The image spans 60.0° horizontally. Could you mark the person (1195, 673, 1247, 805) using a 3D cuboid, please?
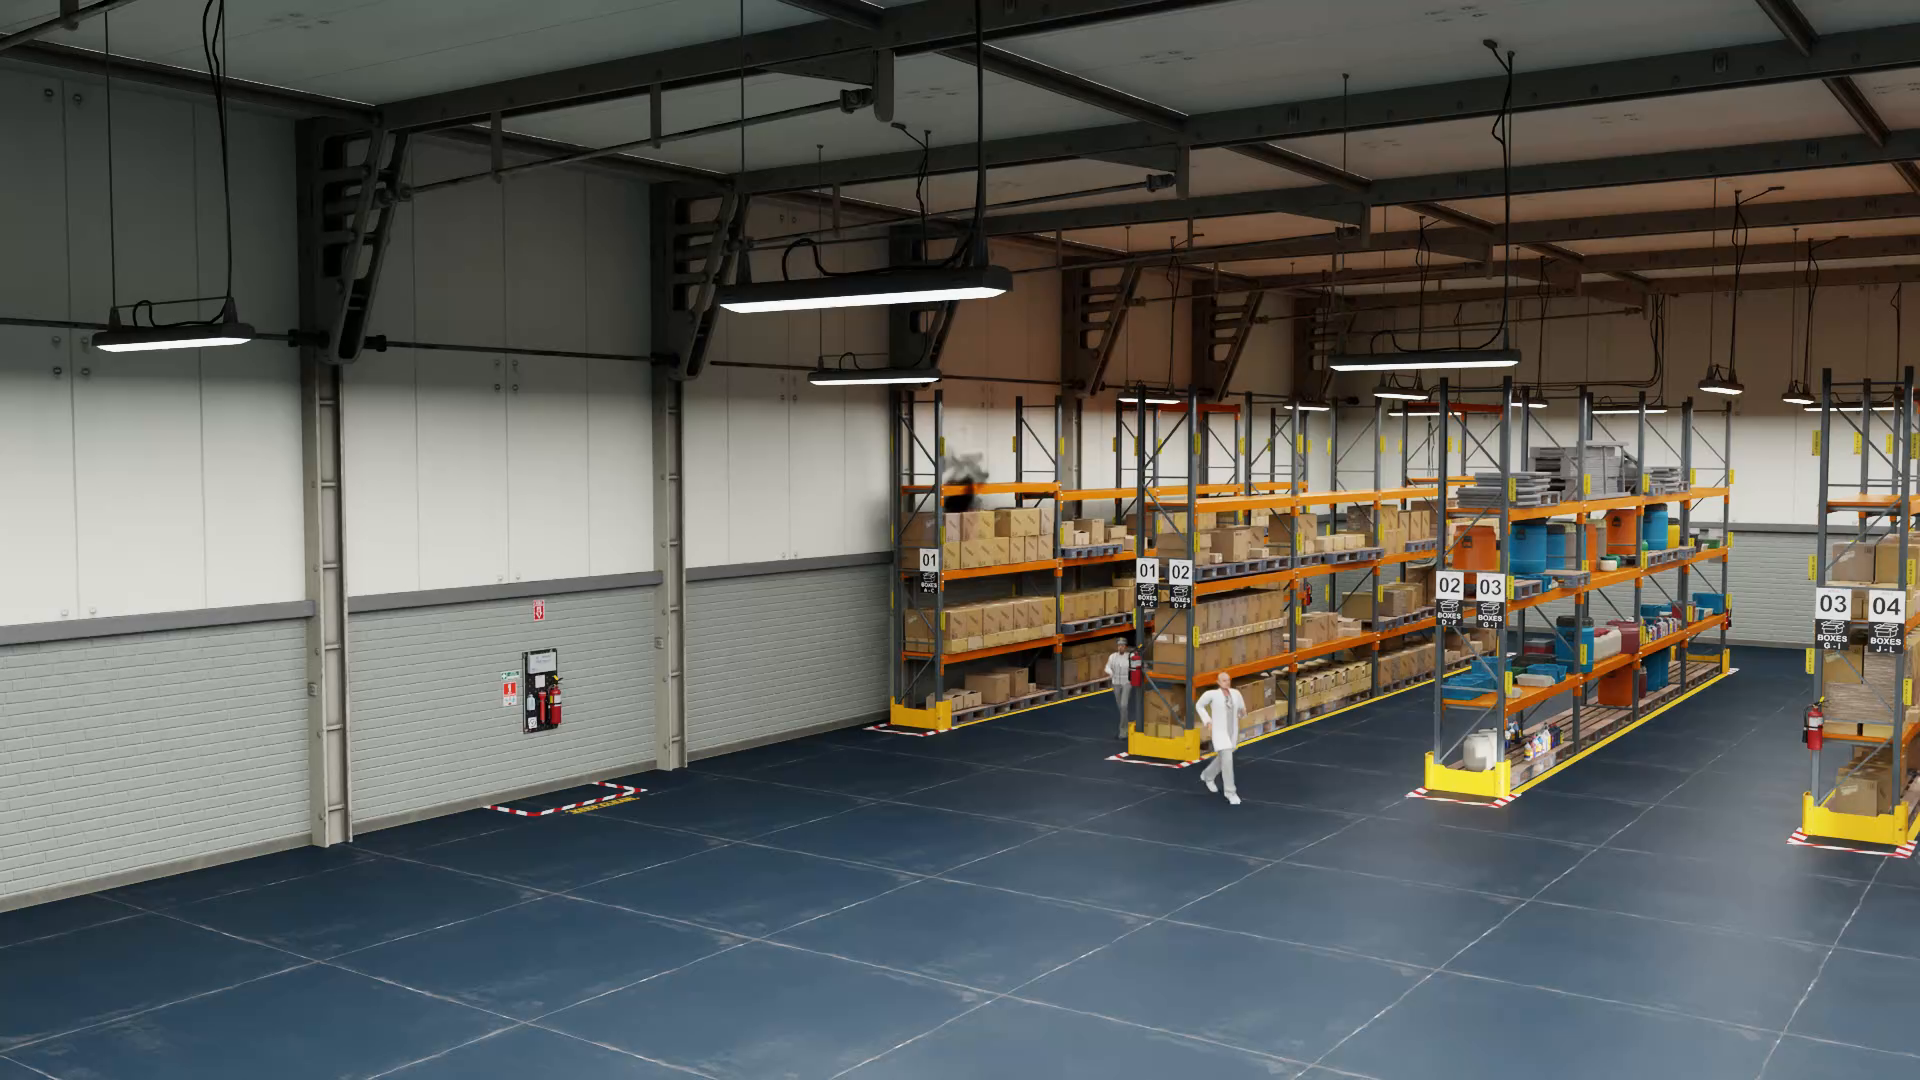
[{"bbox_3d":[3.754,2.778,23.637,0.680,1.814,0.981,-2,4,-27],"label":"person"}]

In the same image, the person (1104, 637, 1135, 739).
[{"bbox_3d":[2.802,2.466,28.764,0.596,1.597,0.746,2,4,25],"label":"person"}]
